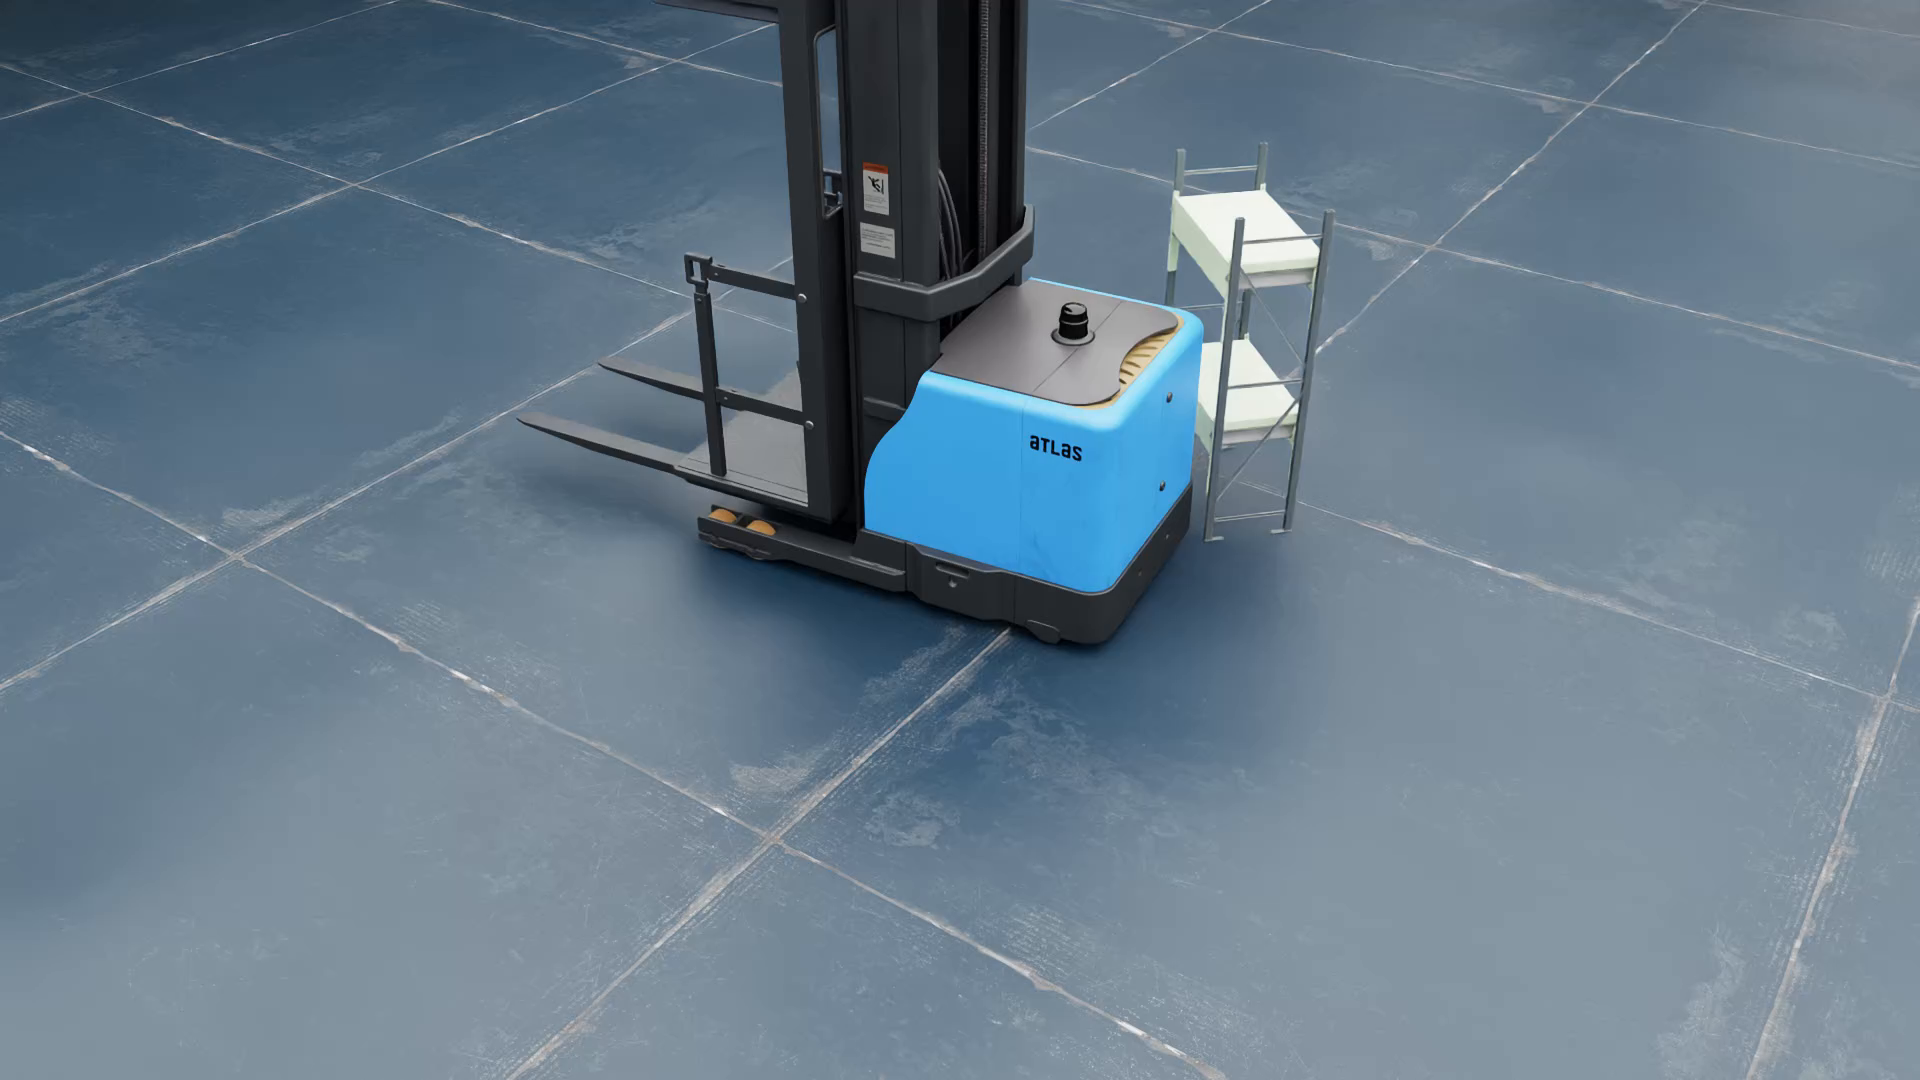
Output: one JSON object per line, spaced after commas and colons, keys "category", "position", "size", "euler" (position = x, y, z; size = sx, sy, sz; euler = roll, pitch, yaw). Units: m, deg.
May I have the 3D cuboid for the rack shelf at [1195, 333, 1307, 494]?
{"category": "rack shelf", "position": [1.183, -0.570, 7.335], "size": [0.431, 0.370, 0.720], "euler": [-7, 35, -10]}

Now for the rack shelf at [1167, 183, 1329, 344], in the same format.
{"category": "rack shelf", "position": [1.184, -1.163, 6.934], "size": [0.431, 0.370, 0.720], "euler": [-7, 35, -10]}

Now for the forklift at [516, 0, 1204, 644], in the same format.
{"category": "forklift", "position": [-0.555, -1.374, 6.665], "size": [3.031, 2.935, 1.130], "euler": [16, 37, 22]}

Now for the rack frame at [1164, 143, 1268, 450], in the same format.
{"category": "rack frame", "position": [1.109, -1.040, 7.449], "size": [0.400, 1.500, 0.023], "euler": [-7, 35, -10]}

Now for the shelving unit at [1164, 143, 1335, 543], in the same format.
{"category": "shelving unit", "position": [1.183, -0.840, 7.152], "size": [0.431, 1.500, 0.755], "euler": [-7, 35, -10]}

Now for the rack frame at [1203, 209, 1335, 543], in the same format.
{"category": "rack frame", "position": [1.258, -0.639, 6.855], "size": [0.400, 1.500, 0.023], "euler": [-7, 35, -10]}
